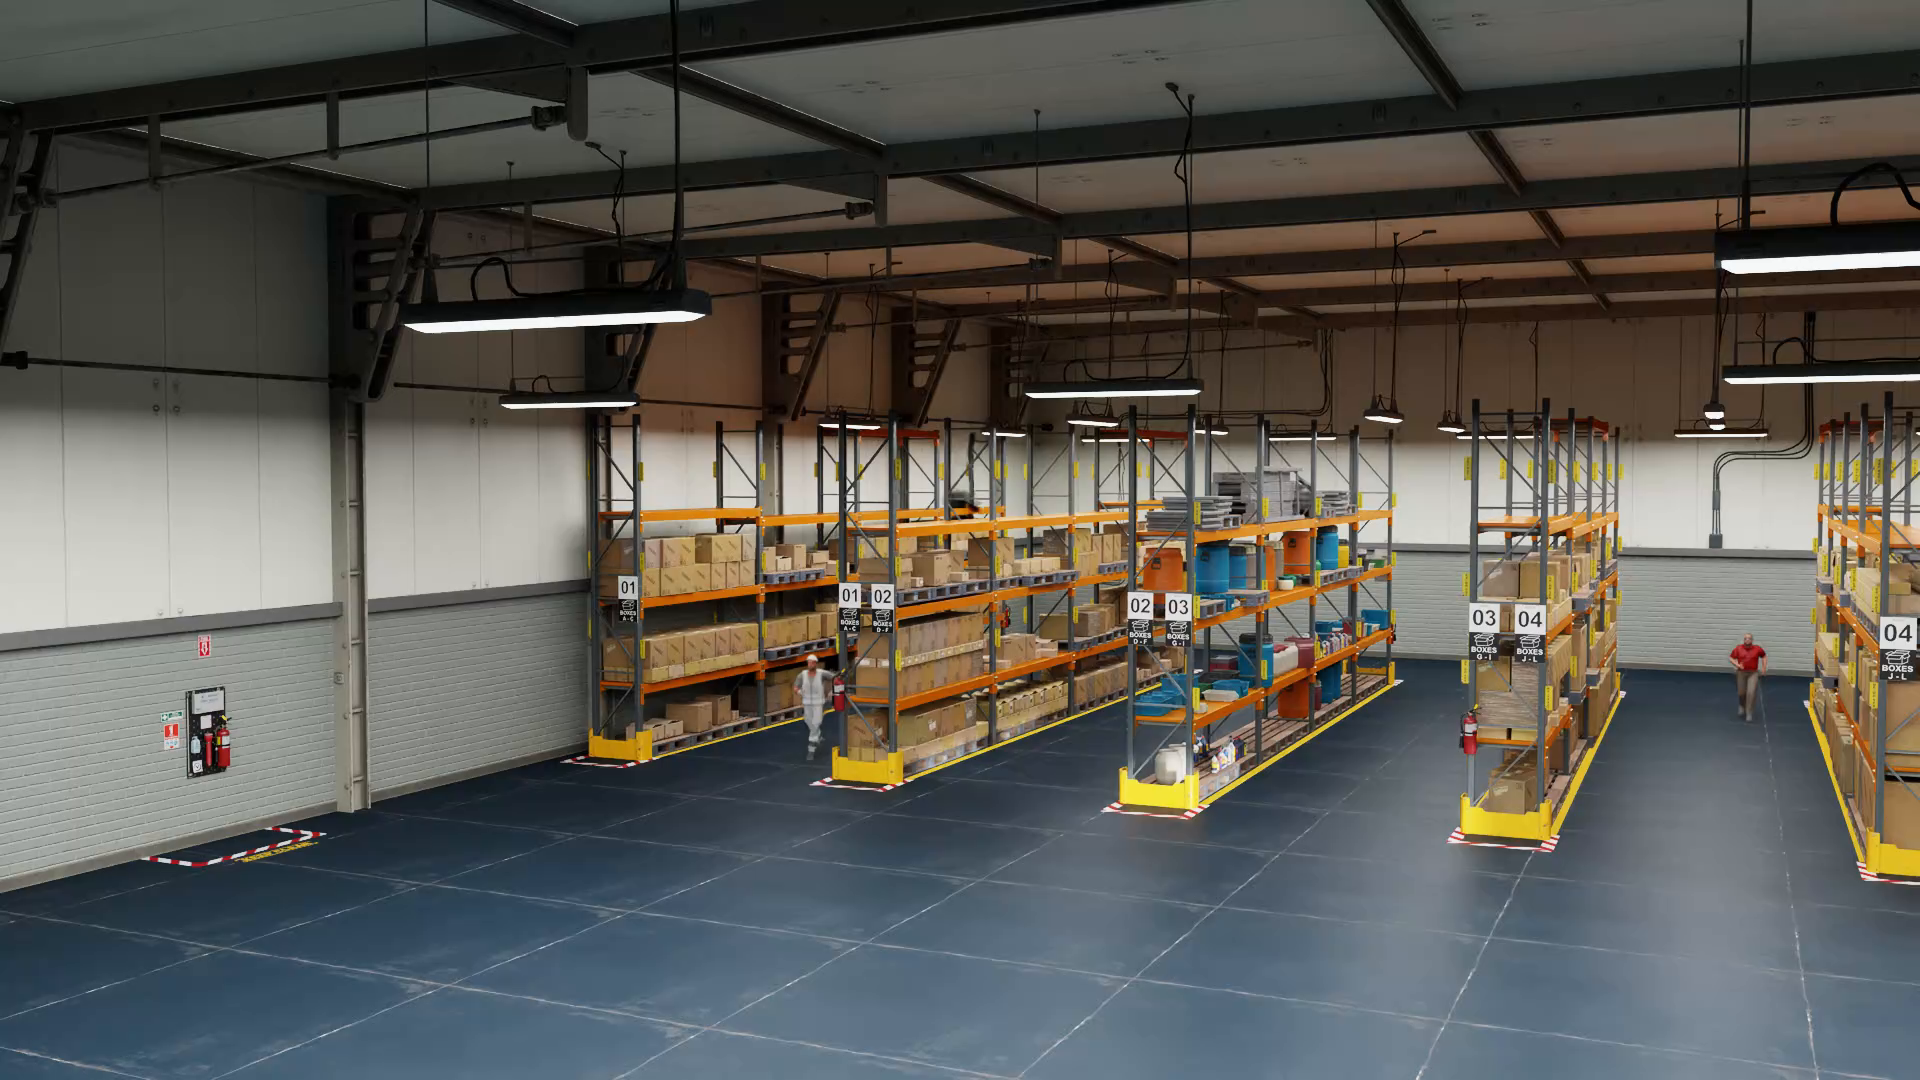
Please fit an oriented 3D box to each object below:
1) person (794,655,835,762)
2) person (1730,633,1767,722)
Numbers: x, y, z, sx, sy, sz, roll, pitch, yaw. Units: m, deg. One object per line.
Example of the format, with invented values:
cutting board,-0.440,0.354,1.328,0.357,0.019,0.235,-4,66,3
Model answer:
person,-2.558,2.924,29.135,0.690,1.848,0.913,0,2,10
person,15.949,2.762,33.662,0.684,1.757,0.866,1,3,27
